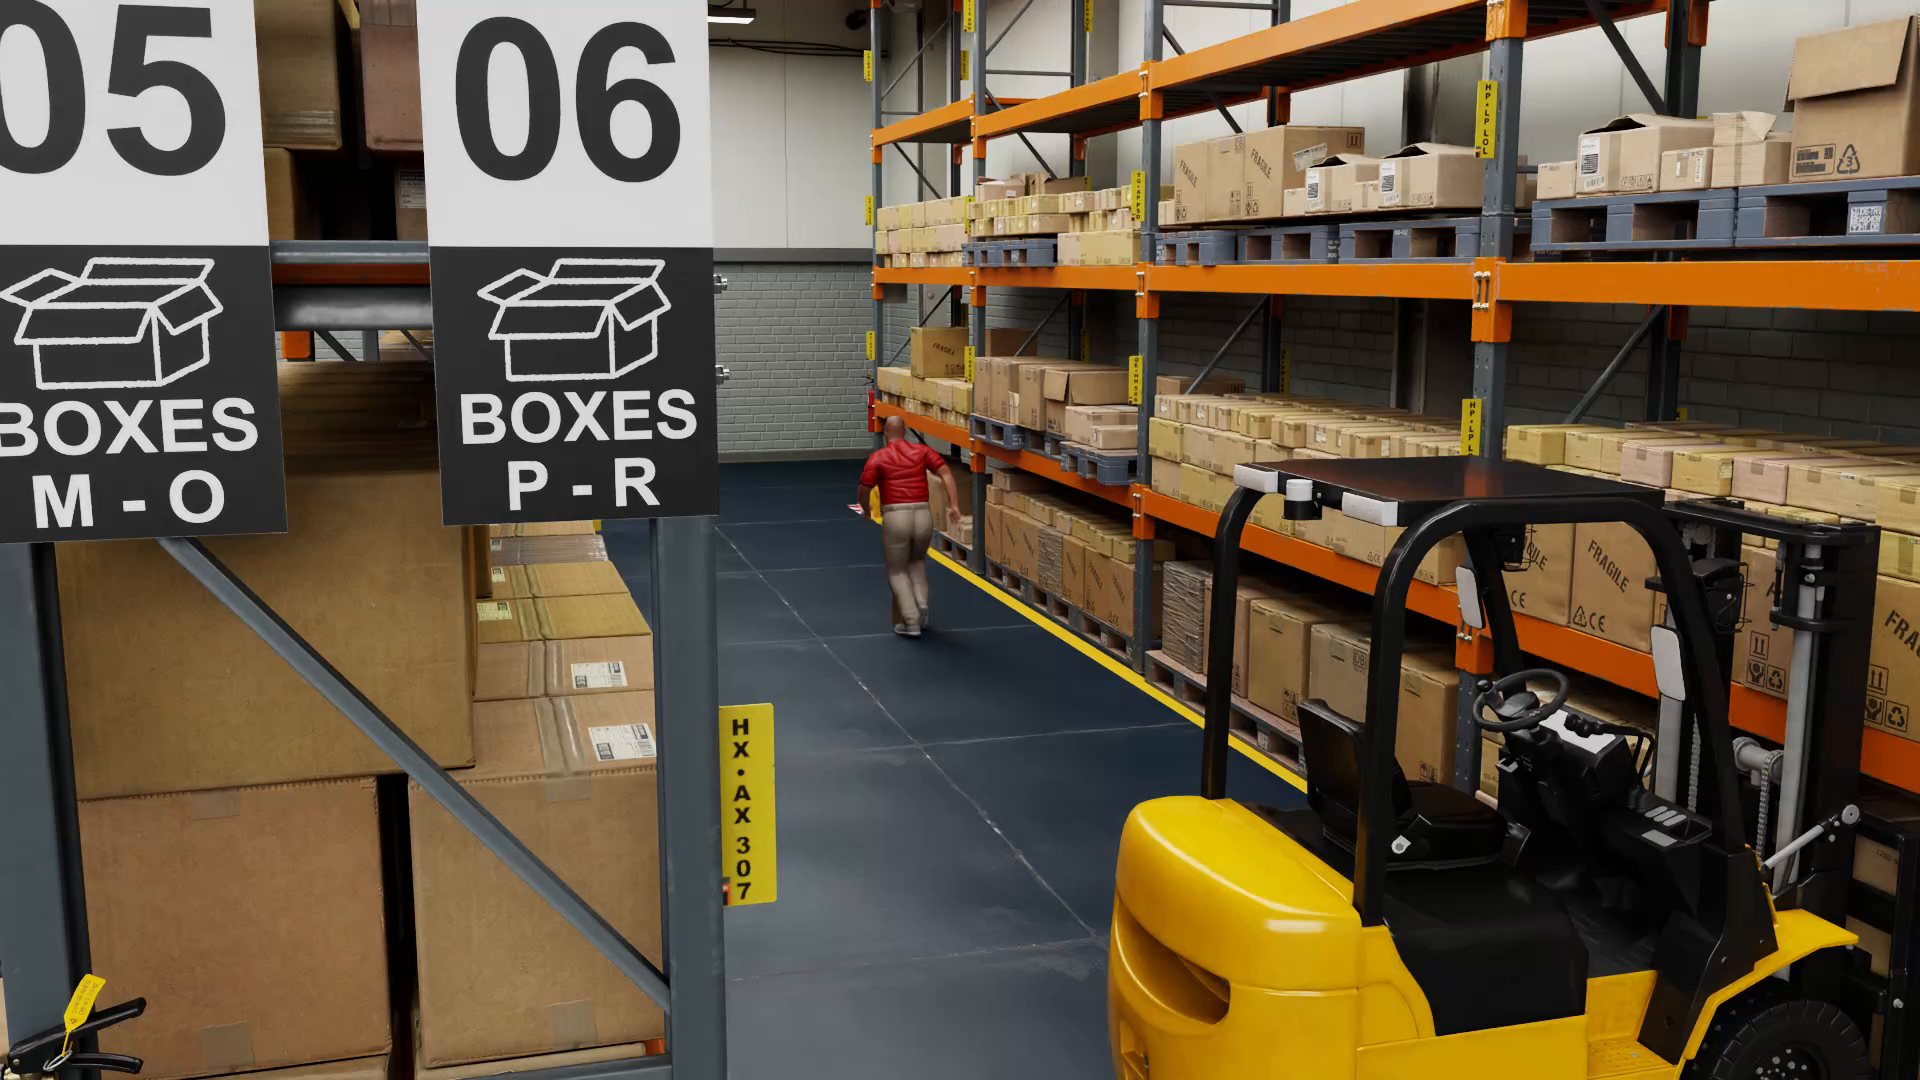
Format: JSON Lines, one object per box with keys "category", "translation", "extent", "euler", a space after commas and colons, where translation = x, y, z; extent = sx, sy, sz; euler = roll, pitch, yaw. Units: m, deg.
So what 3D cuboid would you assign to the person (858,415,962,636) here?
{"category": "person", "translation": [-0.432, -0.117, 12.883], "extent": [0.714, 1.688, 0.745], "euler": [-4, 10, -24]}
